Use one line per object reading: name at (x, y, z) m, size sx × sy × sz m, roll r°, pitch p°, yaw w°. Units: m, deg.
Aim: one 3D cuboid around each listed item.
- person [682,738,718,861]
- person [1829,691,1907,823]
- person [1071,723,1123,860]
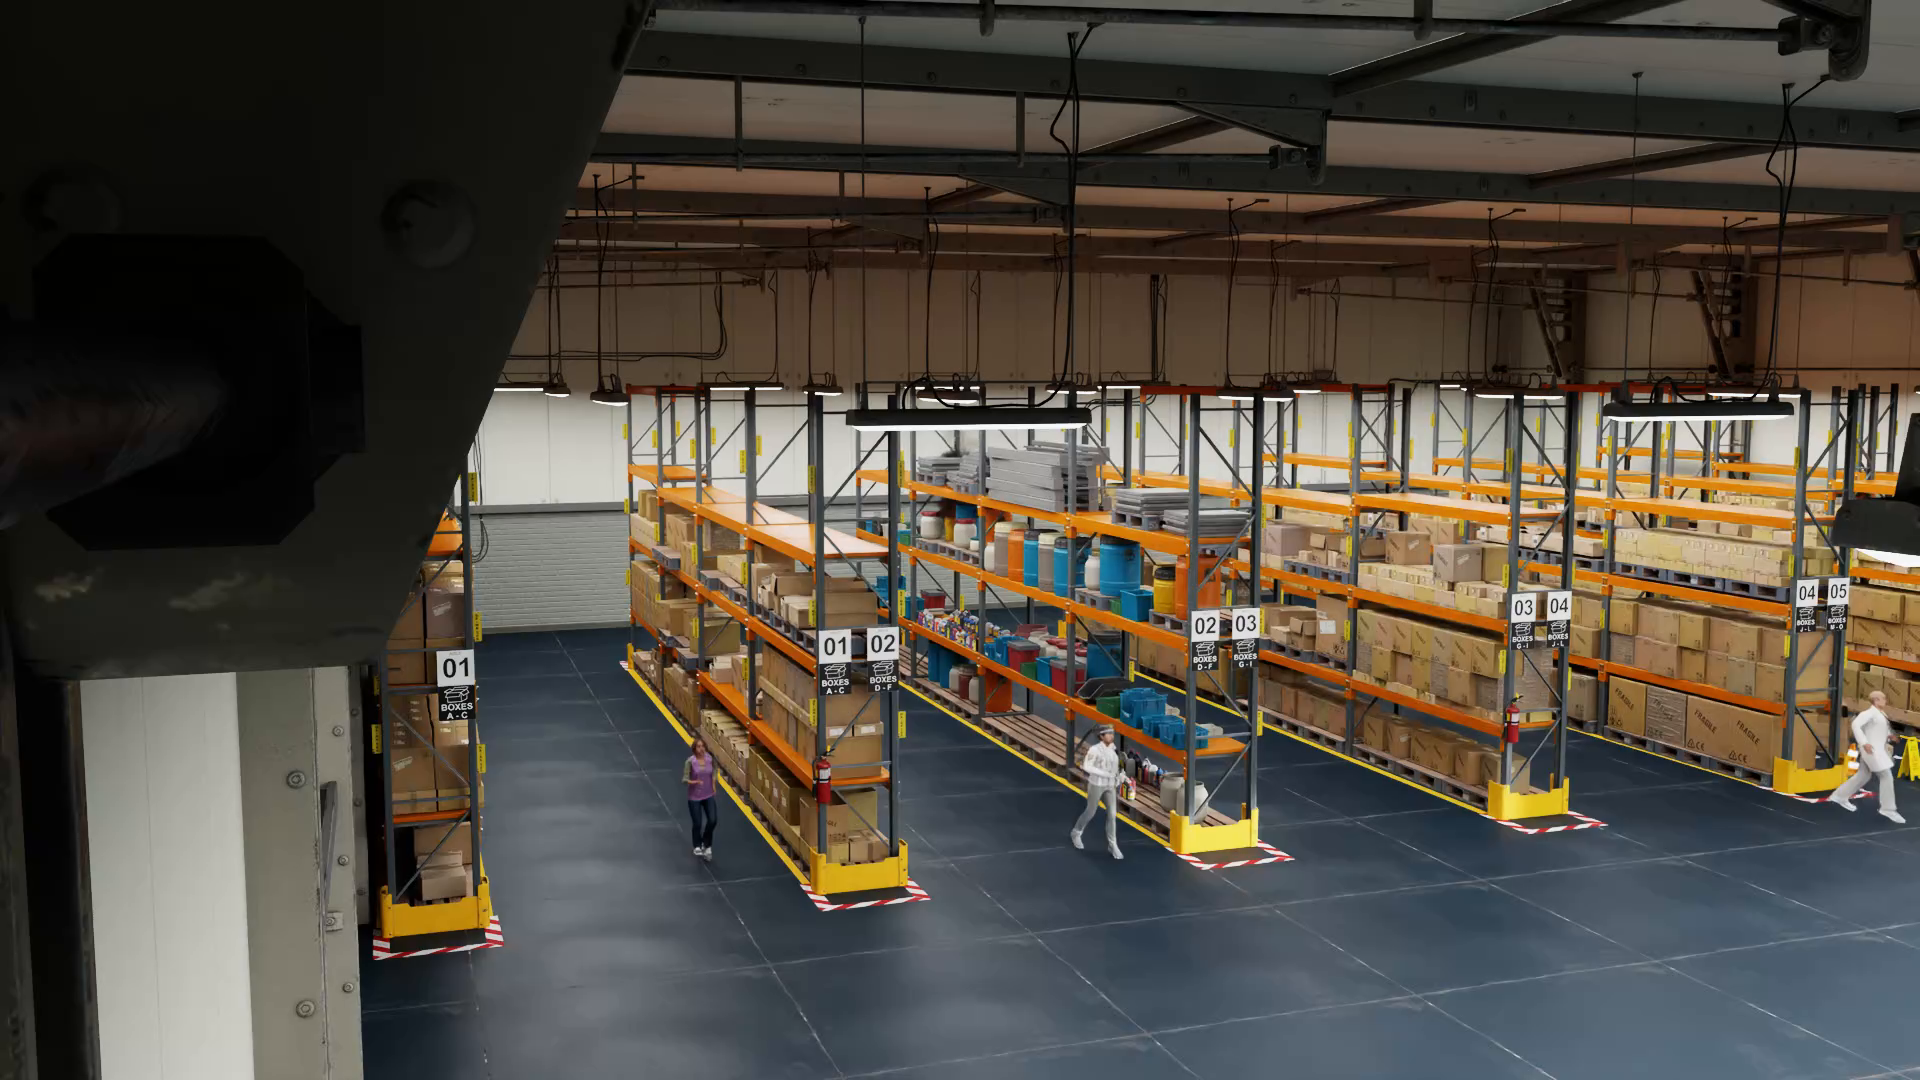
person at (-3.308, 3.338, 21.359) m, size 0.515 × 1.604 × 0.625 m, roll -2°, pitch 6°, yaw -22°
person at (12.856, 3.027, 23.482) m, size 0.976 × 1.819 × 0.712 m, roll 3°, pitch 7°, yaw 29°
person at (1.878, 3.236, 21.723) m, size 0.640 × 1.715 × 0.829 m, roll -4°, pitch 7°, yaw -33°
